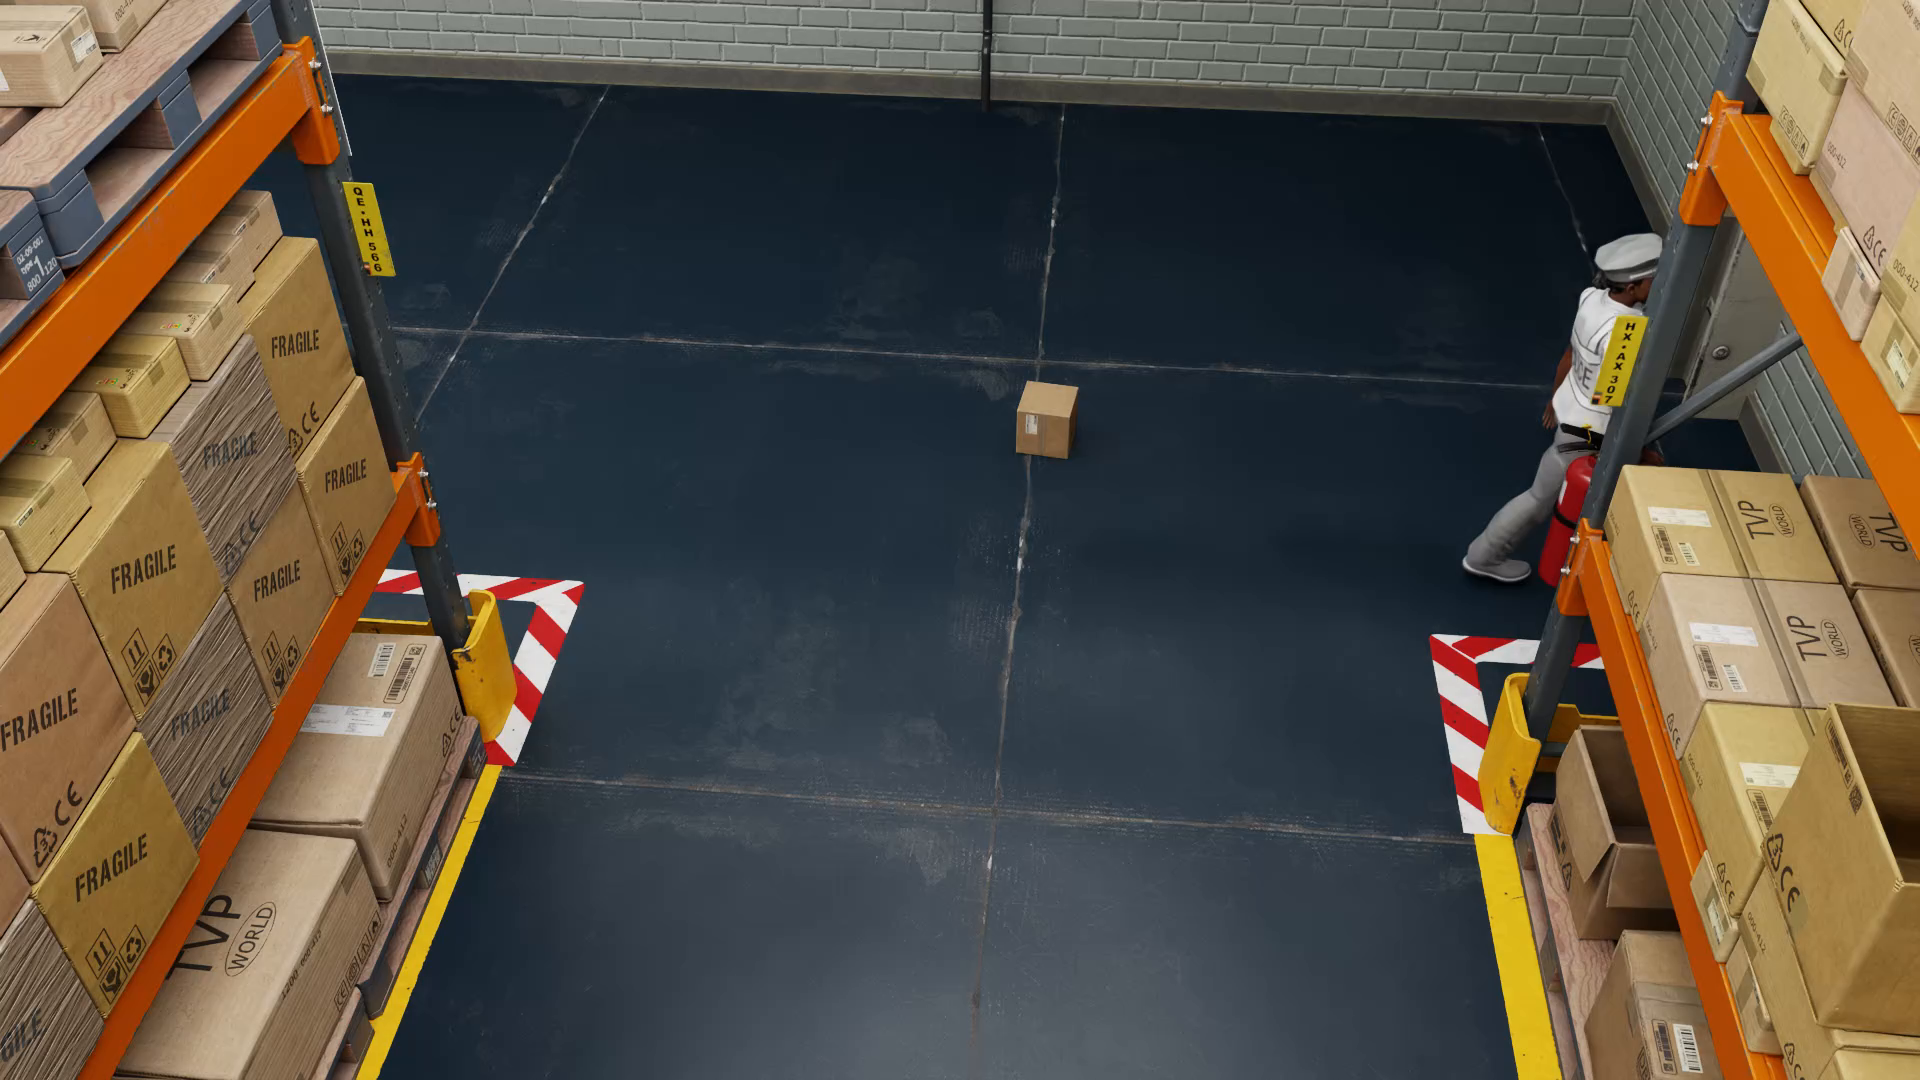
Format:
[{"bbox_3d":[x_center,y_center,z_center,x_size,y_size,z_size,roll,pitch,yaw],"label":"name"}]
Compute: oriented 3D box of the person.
[{"bbox_3d":[2.631,-0.472,6.673,0.912,1.651,0.483,5,41,6],"label":"person"}]
